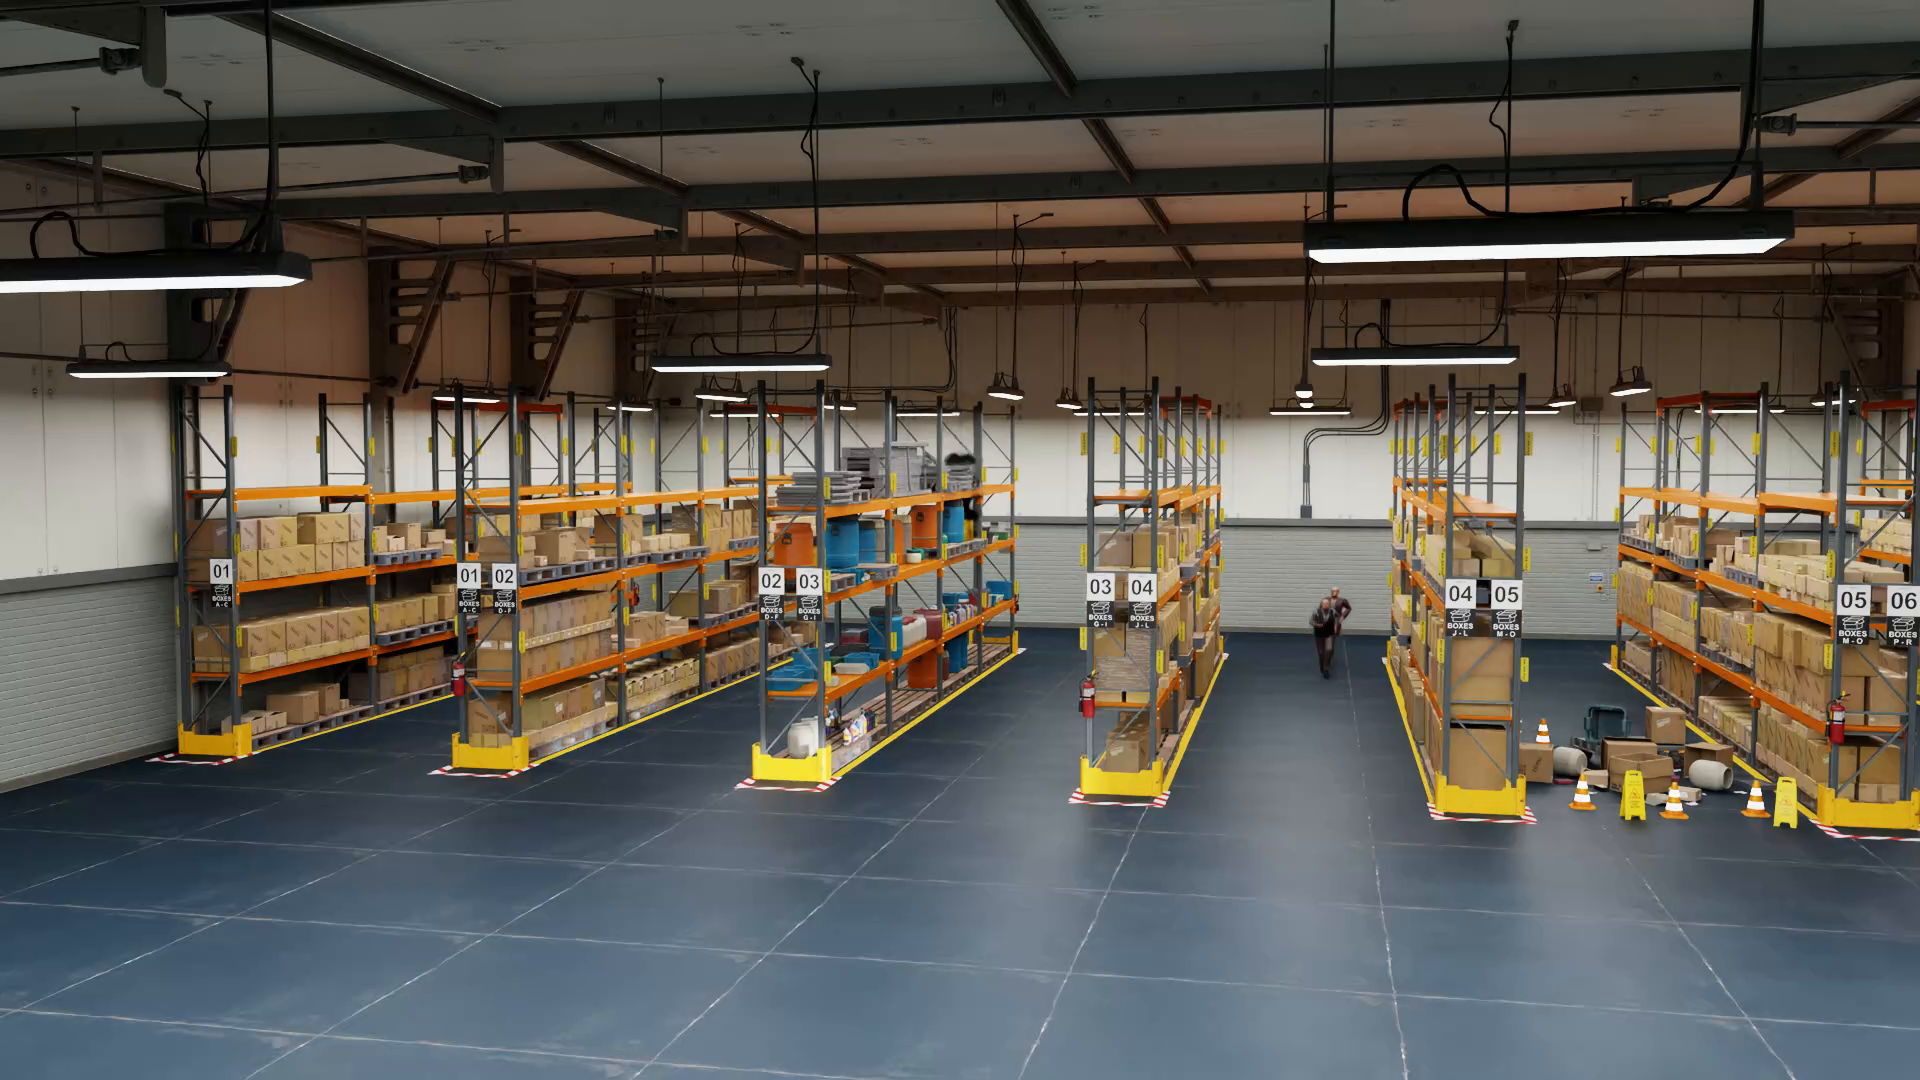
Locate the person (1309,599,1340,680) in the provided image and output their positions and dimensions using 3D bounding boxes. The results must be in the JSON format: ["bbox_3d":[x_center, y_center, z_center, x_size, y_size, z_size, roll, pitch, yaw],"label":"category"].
[{"bbox_3d":[7.944,2.133,36.268,0.657,1.735,1.013,1,3,13],"label":"person"}]

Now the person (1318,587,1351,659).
[{"bbox_3d":[8.584,1.974,38.223,0.716,1.815,0.942,2,4,32],"label":"person"}]
